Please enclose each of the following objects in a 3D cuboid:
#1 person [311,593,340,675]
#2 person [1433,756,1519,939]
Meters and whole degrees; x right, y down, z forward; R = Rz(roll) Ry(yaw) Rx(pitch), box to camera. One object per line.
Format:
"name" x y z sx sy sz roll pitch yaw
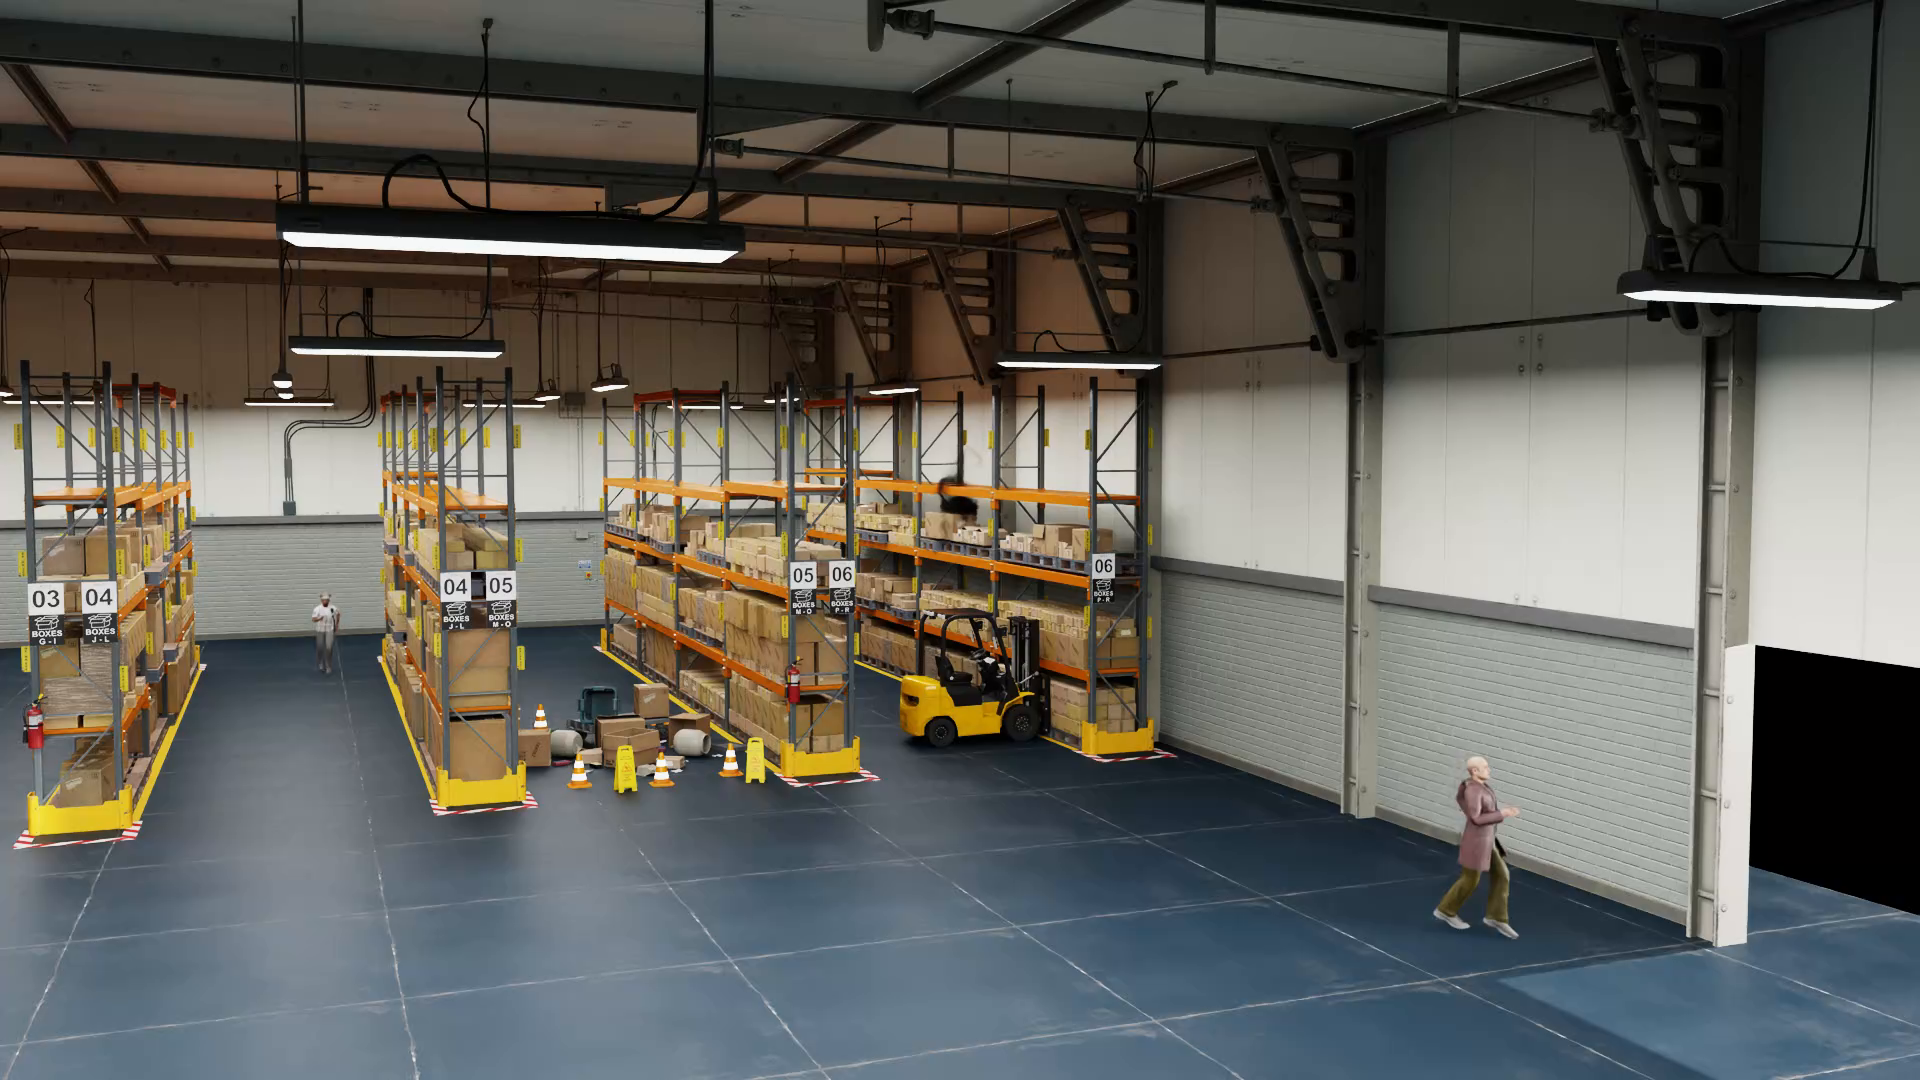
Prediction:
"person" -13.649 1.990 35.753 0.542 1.730 0.844 -1 4 -19
"person" 5.218 3.091 16.782 0.831 1.831 0.685 2 4 31
